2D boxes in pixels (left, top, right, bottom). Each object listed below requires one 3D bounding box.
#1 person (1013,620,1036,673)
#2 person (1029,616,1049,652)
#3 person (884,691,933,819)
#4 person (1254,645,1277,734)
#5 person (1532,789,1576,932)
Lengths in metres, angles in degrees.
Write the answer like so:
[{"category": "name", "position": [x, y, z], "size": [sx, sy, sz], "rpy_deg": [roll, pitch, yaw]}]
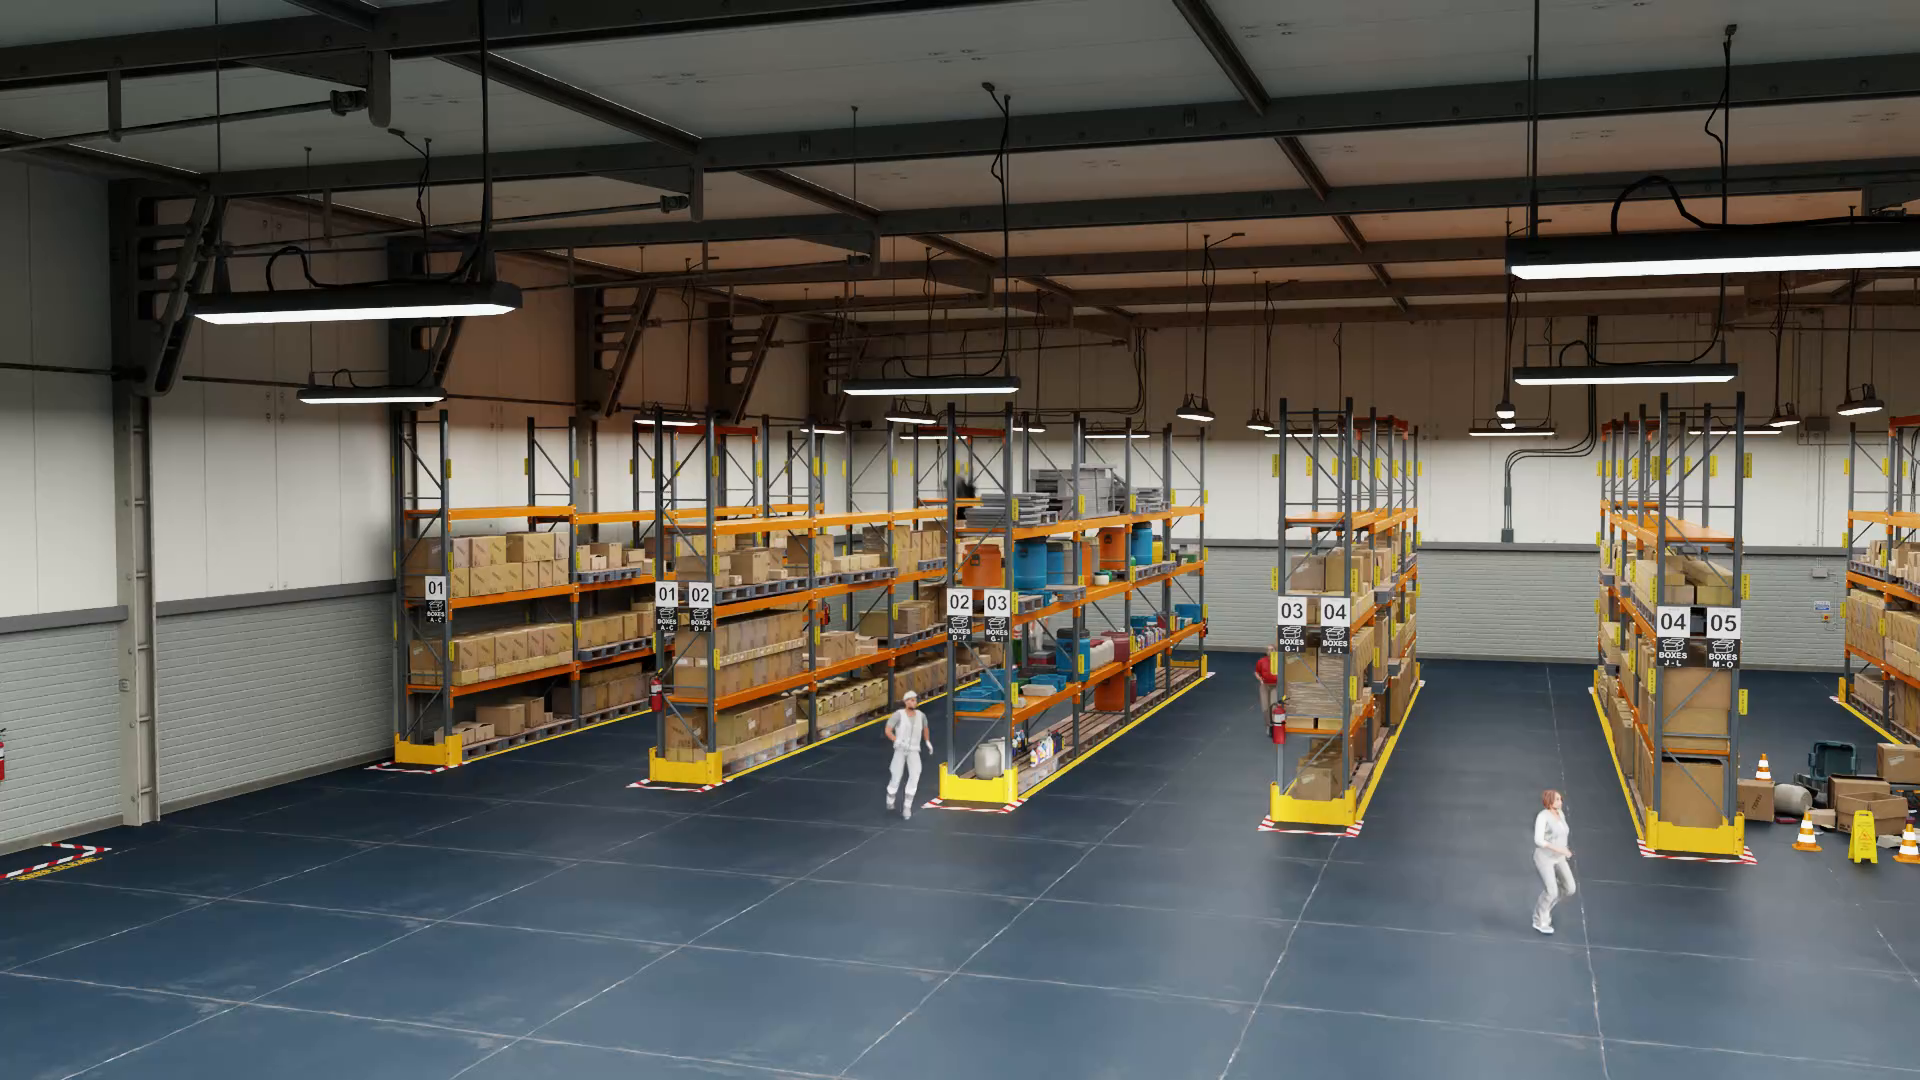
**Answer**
[{"category": "person", "position": [1.357, 2.251, 37.710], "size": [0.661, 1.761, 0.876], "rpy_deg": [0, 2, 11]}, {"category": "person", "position": [1.760, 2.261, 39.109], "size": [0.593, 1.726, 0.765], "rpy_deg": [1, 3, 14]}, {"category": "person", "position": [-0.730, 3.082, 24.072], "size": [0.735, 1.788, 0.705], "rpy_deg": [-1, 3, -15]}, {"category": "person", "position": [5.854, 2.819, 31.338], "size": [0.658, 1.686, 0.565], "rpy_deg": [1, 3, 21]}, {"category": "person", "position": [6.394, 3.446, 17.854], "size": [0.566, 1.559, 0.545], "rpy_deg": [-2, 3, -34]}]
